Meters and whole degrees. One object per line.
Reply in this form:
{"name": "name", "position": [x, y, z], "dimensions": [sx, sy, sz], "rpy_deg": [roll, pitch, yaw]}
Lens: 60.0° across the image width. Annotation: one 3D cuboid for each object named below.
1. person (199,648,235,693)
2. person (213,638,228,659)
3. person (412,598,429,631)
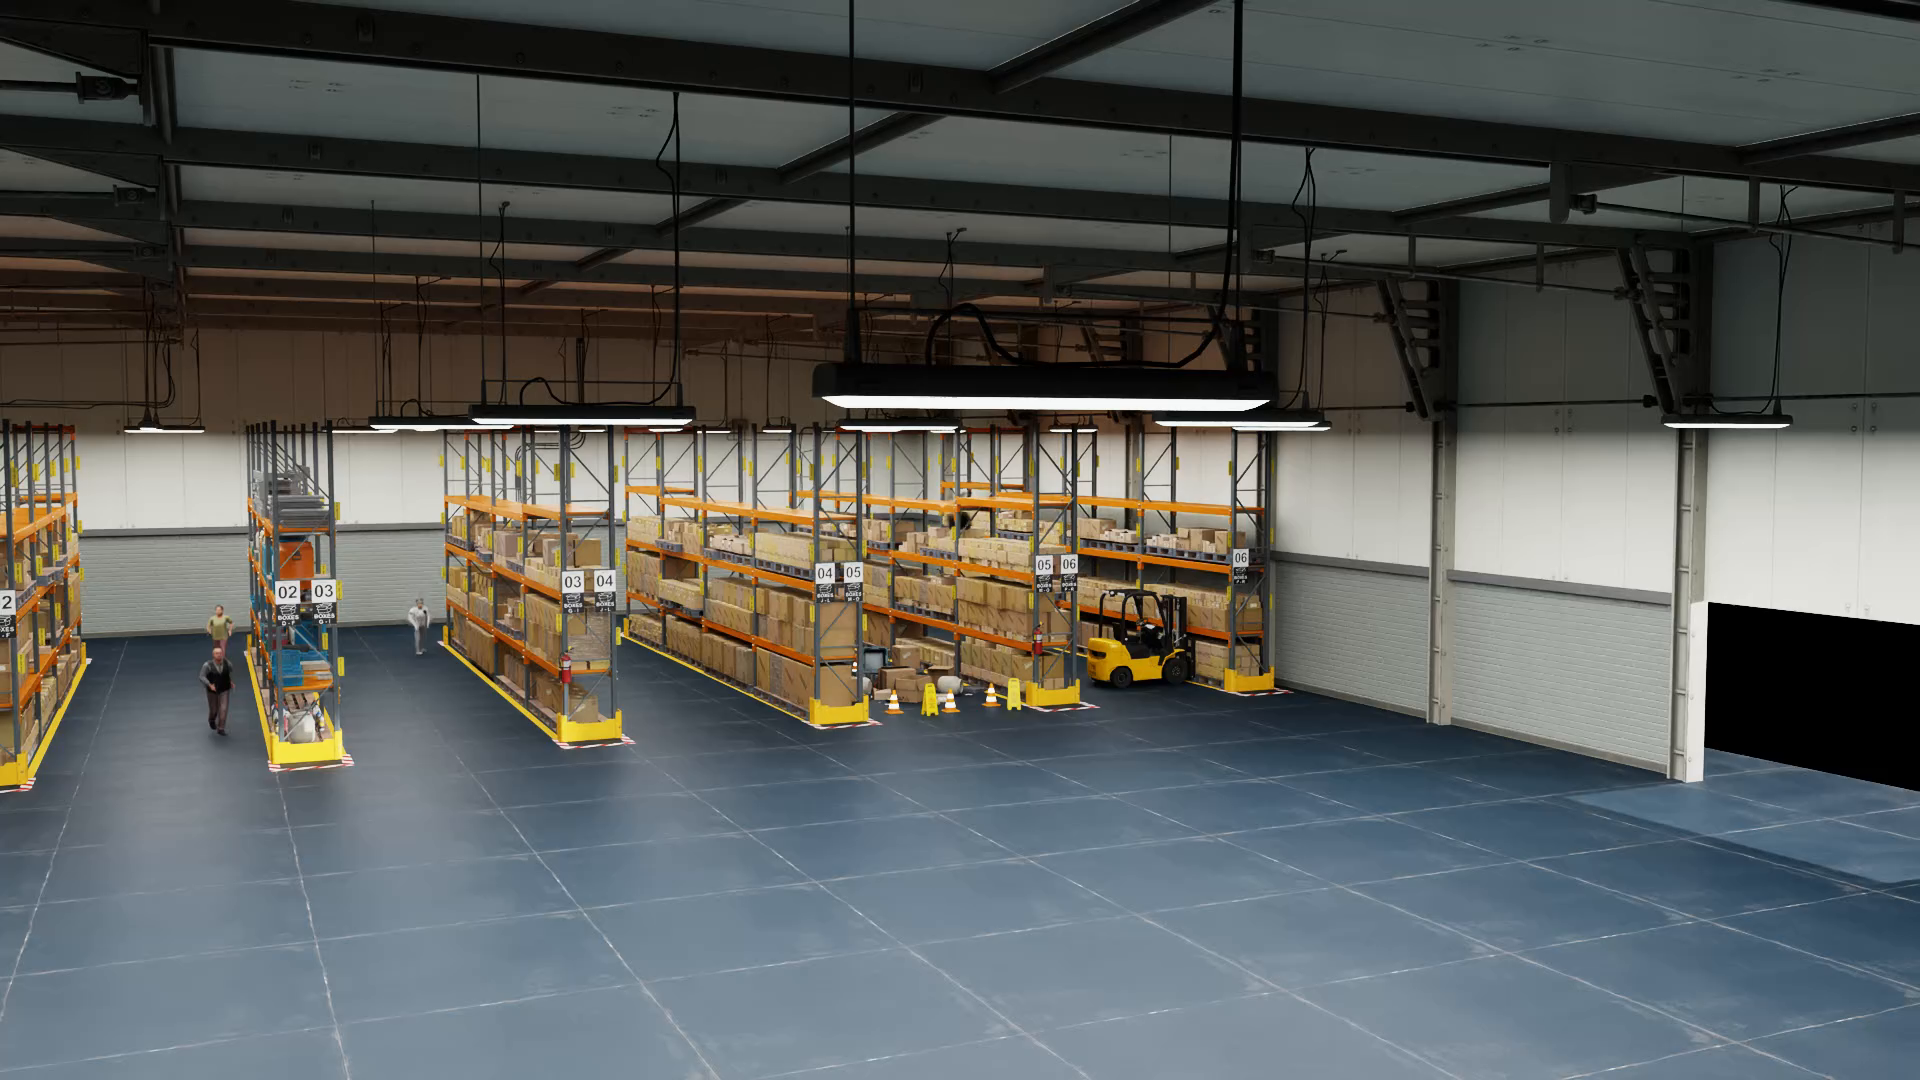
{"name": "person", "position": [-14.192, 2.488, 31.791], "dimensions": [0.655, 0.851, 0.507], "rpy_deg": [-2, 4, -33]}
{"name": "person", "position": [-17.878, 2.683, 40.249], "dimensions": [0.344, 0.913, 0.741], "rpy_deg": [-1, 4, -14]}
{"name": "person", "position": [-14.065, 1.926, 43.382], "dimensions": [0.447, 0.851, 0.570], "rpy_deg": [-3, 5, -39]}
